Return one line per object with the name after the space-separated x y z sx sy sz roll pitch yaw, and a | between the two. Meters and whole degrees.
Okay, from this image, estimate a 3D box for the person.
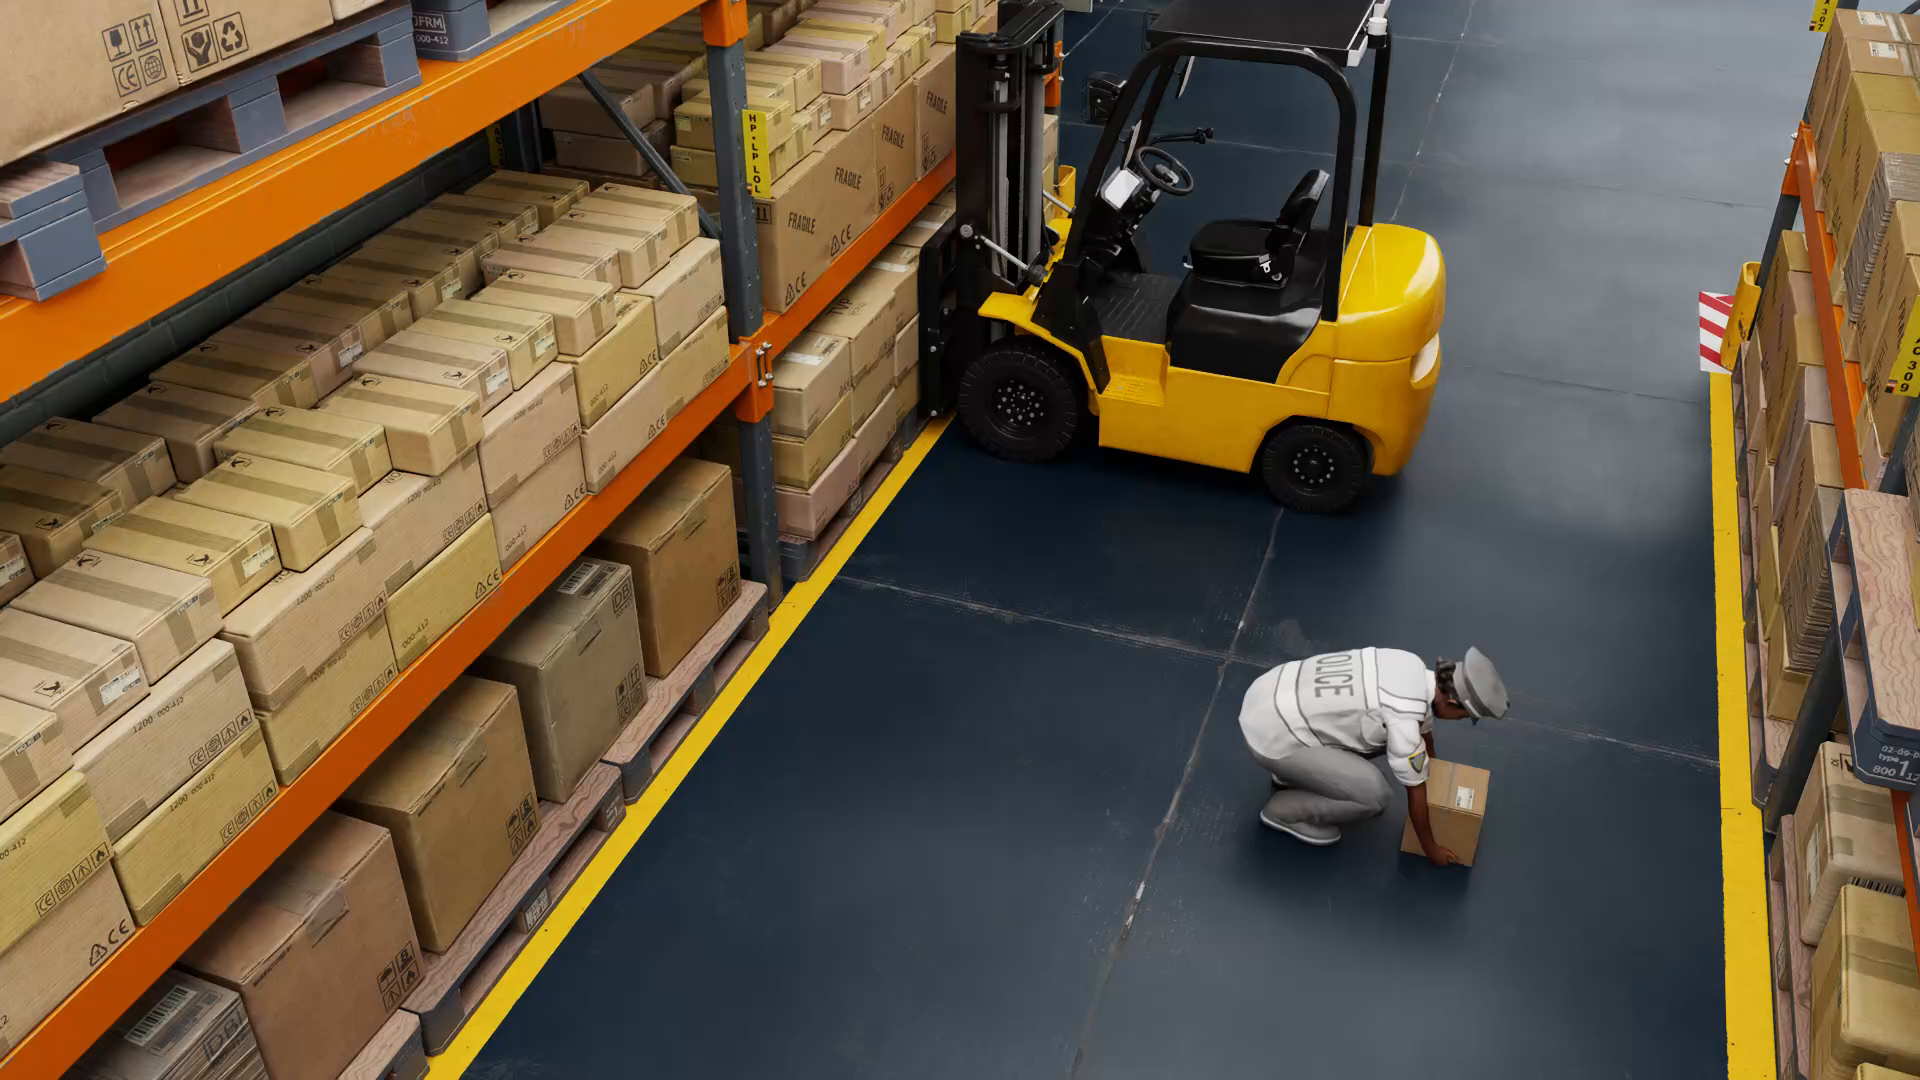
1.443 0.726 5.912 0.895 0.850 0.474 11 35 16 | person
